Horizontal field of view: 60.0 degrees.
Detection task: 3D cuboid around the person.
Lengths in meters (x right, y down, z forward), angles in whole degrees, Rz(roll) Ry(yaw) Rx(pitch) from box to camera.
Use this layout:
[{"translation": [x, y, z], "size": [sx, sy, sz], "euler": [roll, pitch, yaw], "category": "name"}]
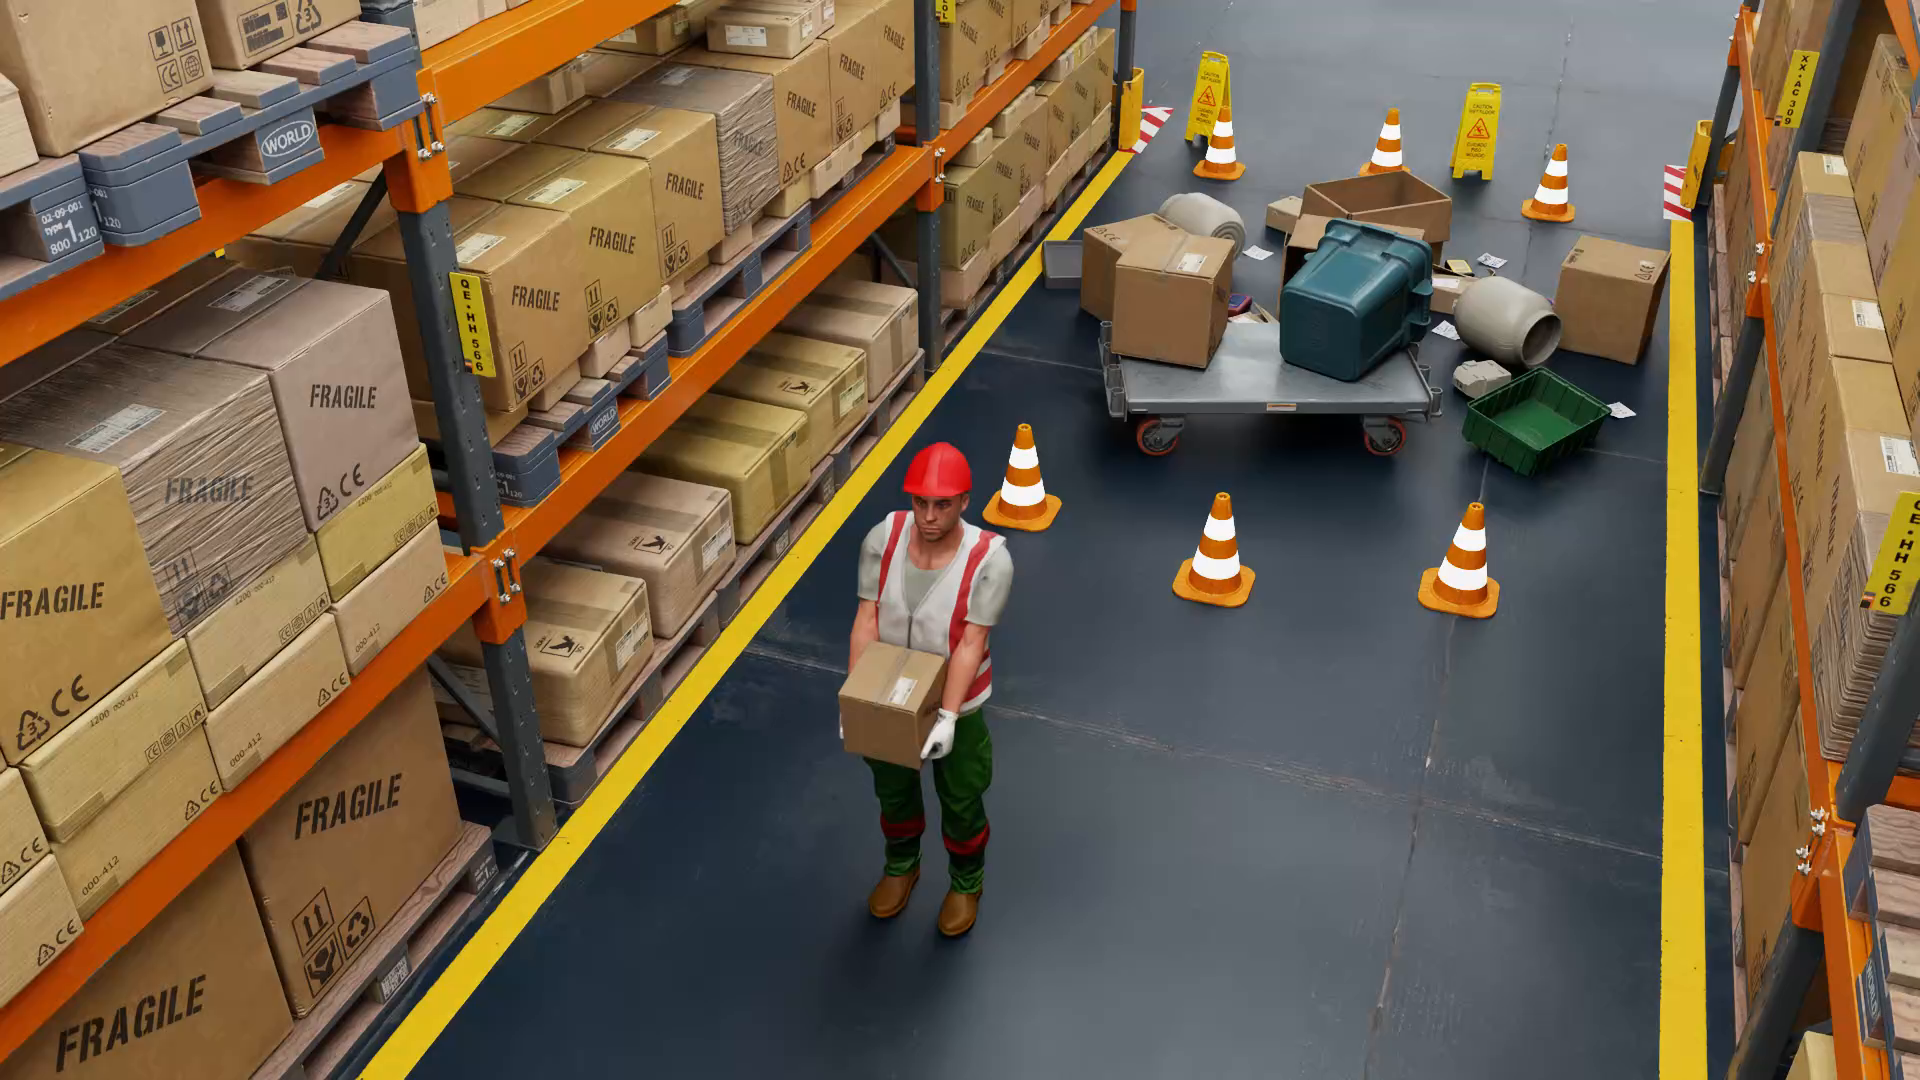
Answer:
[{"translation": [-0.123, 0.551, 5.271], "size": [0.494, 1.784, 0.564], "euler": [12, 35, 17], "category": "person"}]
